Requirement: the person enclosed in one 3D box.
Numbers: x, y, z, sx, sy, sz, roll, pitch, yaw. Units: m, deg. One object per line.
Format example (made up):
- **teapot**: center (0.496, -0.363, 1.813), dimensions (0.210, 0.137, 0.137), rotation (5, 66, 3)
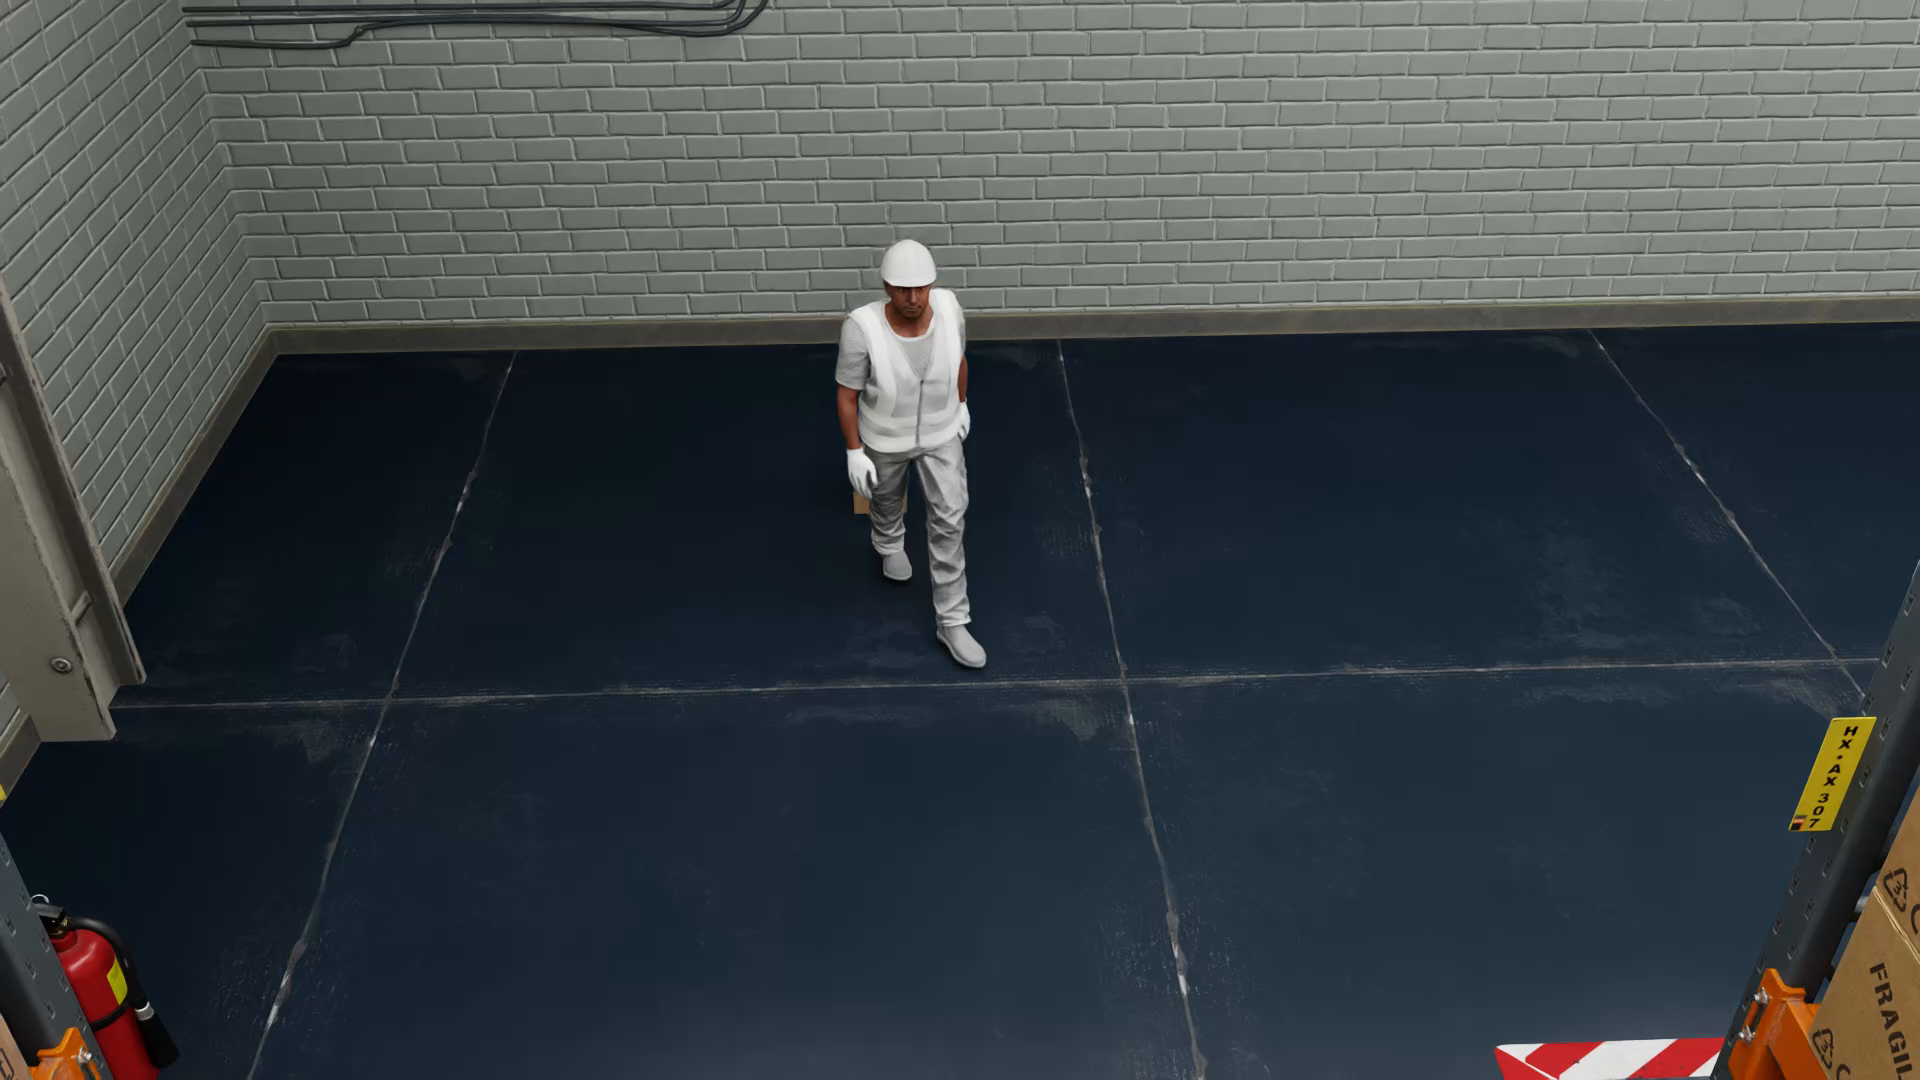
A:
- **person**: center (-0.194, -0.410, 6.695), dimensions (0.592, 1.724, 0.954), rotation (-8, 36, -11)
